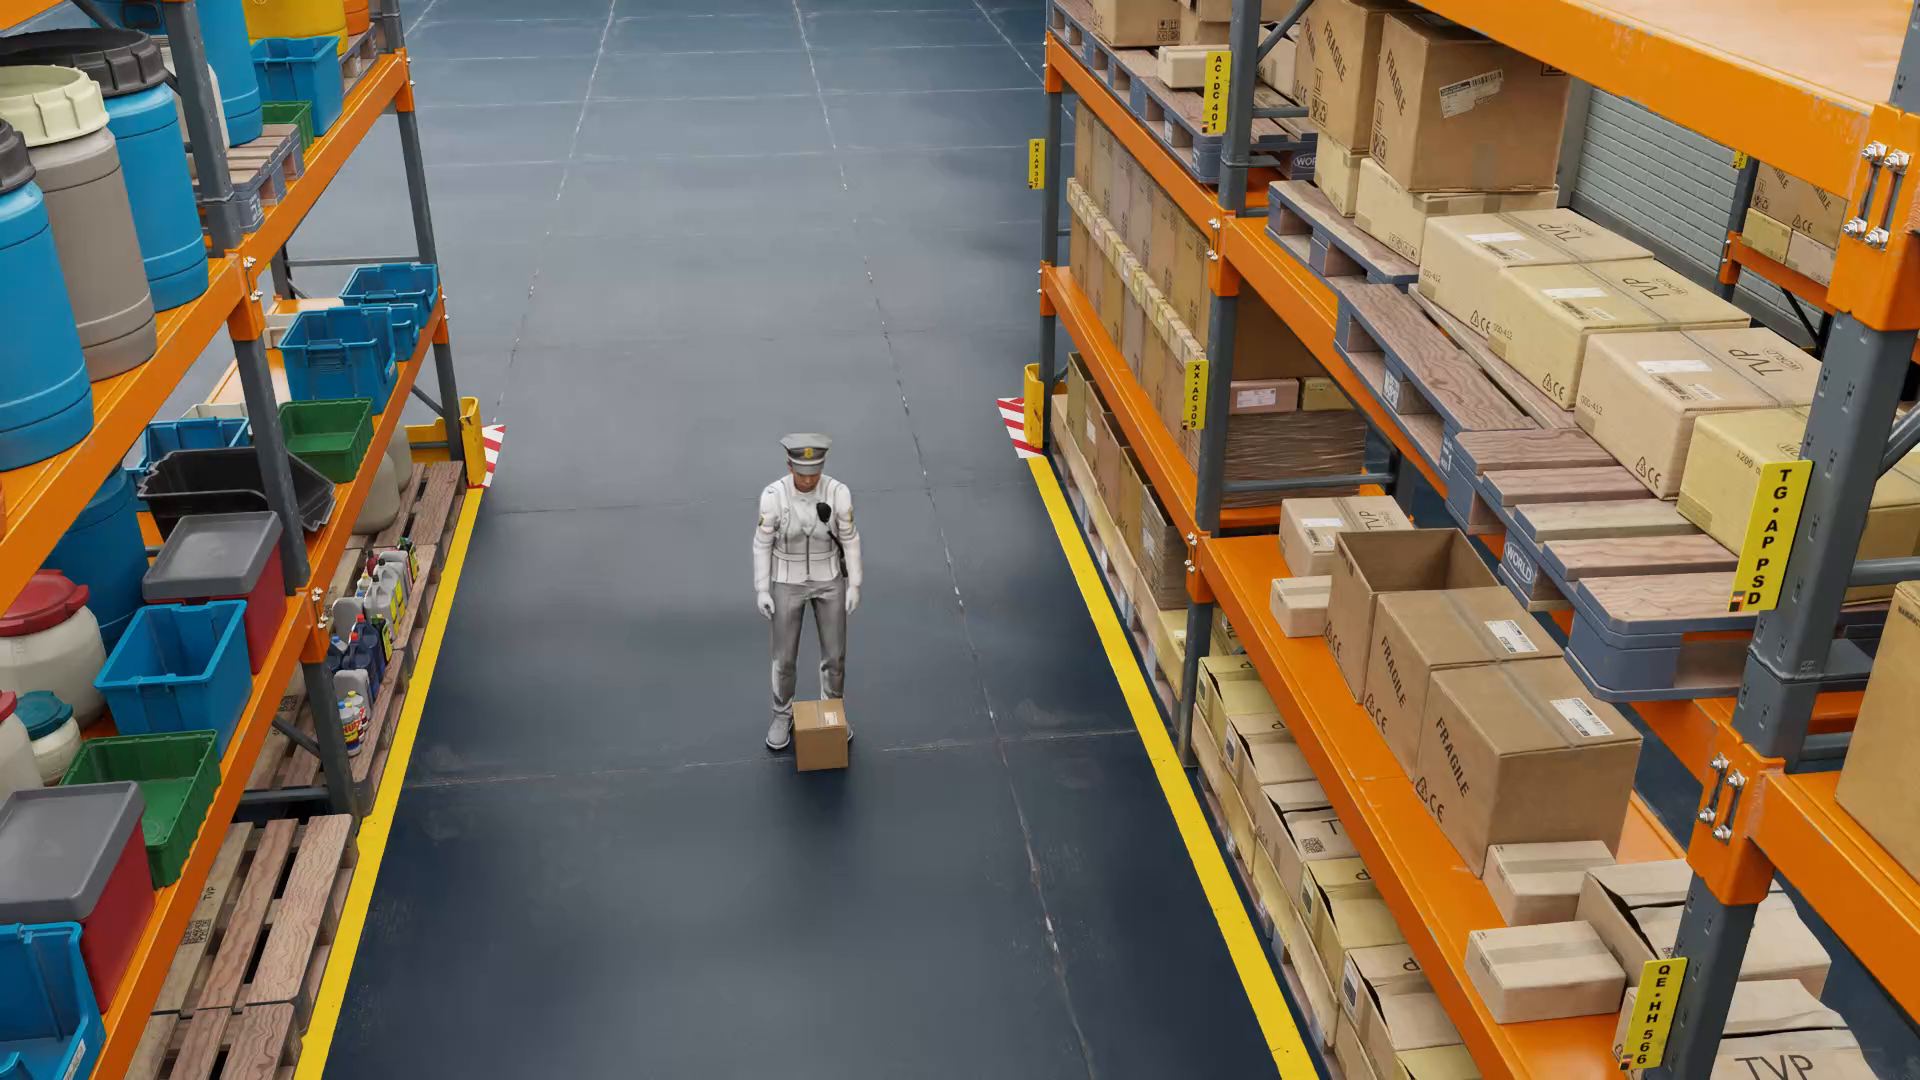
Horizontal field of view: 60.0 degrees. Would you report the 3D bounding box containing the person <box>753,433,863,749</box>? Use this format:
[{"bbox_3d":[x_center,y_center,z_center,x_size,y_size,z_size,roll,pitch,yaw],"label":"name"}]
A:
[{"bbox_3d":[-0.741,0.234,8.161,0.529,1.663,0.372,-4,28,-7],"label":"person"}]
